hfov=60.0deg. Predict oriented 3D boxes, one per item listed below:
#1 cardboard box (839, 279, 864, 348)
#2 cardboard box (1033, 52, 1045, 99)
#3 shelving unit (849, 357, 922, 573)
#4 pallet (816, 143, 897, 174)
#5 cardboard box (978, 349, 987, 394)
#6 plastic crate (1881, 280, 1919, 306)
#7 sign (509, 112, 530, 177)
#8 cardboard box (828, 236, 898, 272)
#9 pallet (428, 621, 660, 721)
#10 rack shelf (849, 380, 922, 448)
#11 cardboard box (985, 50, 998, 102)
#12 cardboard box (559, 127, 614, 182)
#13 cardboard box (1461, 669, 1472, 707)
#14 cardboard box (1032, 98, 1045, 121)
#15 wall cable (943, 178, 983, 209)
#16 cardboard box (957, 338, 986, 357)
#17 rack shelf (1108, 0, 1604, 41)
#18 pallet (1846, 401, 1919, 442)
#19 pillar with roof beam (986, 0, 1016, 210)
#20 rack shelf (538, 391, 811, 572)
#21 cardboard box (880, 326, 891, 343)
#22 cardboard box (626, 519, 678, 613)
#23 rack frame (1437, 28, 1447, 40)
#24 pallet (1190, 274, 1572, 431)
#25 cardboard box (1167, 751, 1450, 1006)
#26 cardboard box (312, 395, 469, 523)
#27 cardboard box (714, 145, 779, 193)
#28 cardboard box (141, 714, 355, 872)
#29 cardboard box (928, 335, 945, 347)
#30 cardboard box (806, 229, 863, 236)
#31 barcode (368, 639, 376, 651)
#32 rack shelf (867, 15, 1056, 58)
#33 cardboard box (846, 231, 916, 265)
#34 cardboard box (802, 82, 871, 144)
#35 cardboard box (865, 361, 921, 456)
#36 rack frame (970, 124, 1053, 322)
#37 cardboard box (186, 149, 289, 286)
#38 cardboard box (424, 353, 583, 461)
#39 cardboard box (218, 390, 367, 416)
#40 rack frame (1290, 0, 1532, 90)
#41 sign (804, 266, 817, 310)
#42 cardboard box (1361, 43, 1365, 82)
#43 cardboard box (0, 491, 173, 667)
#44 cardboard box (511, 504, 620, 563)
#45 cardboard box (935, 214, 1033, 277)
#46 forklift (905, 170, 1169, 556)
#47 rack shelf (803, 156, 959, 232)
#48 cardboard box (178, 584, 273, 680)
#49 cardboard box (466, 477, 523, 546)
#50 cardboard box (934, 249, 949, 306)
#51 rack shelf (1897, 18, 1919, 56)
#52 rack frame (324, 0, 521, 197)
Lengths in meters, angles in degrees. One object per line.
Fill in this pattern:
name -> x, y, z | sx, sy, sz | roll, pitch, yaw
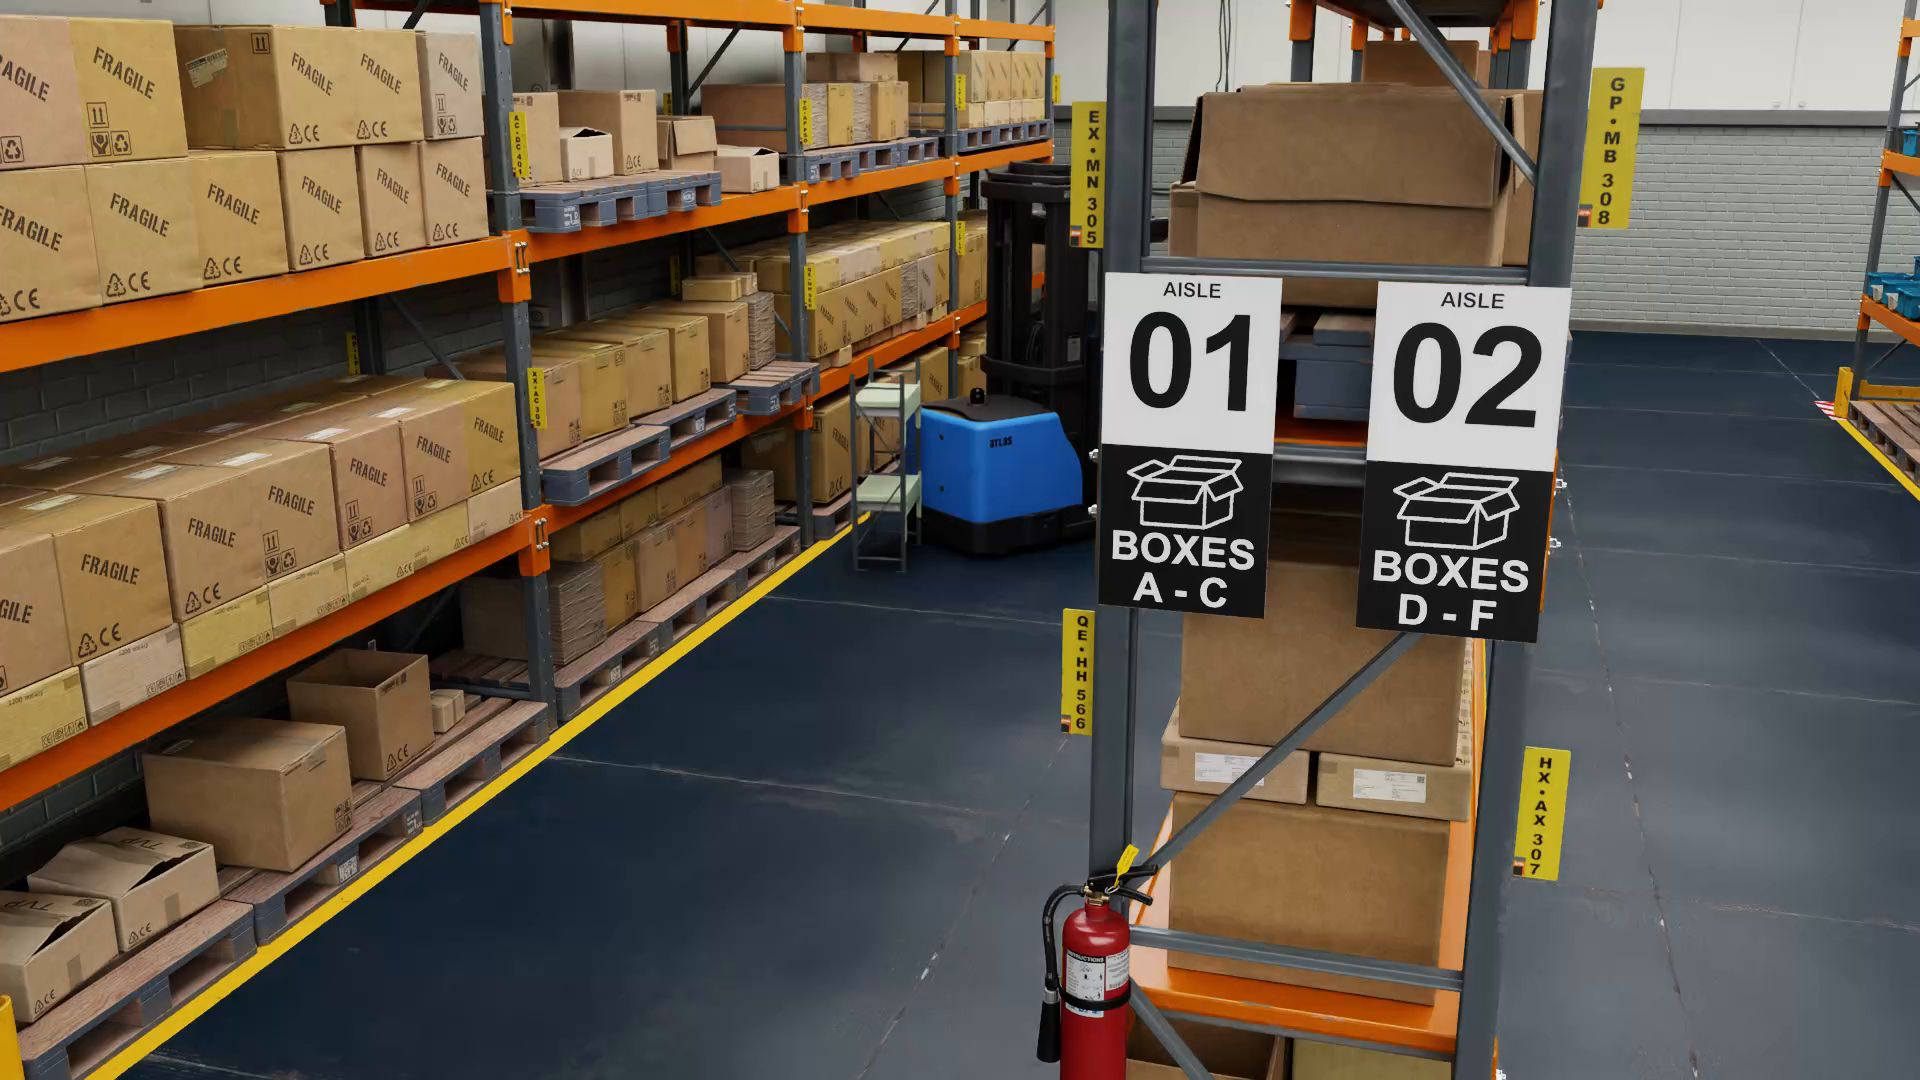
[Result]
cardboard box -> -1.117, -1.875, 13.676 | 0.500, 0.500, 0.500 | 5, 17, 18
cardboard box -> 0.668, -5.292, 18.942 | 0.500, 0.500, 0.500 | 5, 16, 16
shelving unit -> -0.554, -0.581, 12.629 | 0.431, 1.500, 0.755 | 2, 16, 7
pallet -> -1.212, -3.248, 14.132 | 1.003, 0.211, 1.213 | 5, 17, 18
cardboard box -> -0.065, -1.795, 17.972 | 0.700, 0.500, 0.500 | 4, 16, 15
plastic crate -> 9.541, -2.492, 16.815 | 0.416, 0.233, 0.300 | 5, 16, 16
sign -> -2.273, -2.035, 8.564 | 0.100, 0.325, 0.005 | 5, 16, 16
cardboard box -> -0.853, -2.496, 14.494 | 0.500, 0.250, 0.500 | 4, 16, 15
pallet -> -2.575, 0.754, 10.284 | 1.003, 0.211, 1.213 | 5, 16, 16
rack shelf -> -0.554, -0.956, 12.523 | 0.431, 0.370, 0.720 | 2, 16, 7
cardboard box -> 0.090, -4.758, 17.059 | 0.500, 0.500, 0.500 | 4, 16, 15
cardboard box -> -2.388, -2.284, 9.781 | 0.500, 0.311, 0.500 | 5, 17, 18
cardboard box -> 1.281, 0.465, 4.820 | 0.380, 0.149, 0.250 | 5, 16, 16
cardboard box -> 0.661, -4.932, 19.046 | 0.500, 0.250, 0.500 | 5, 17, 18
wall cable -> 0.072, -4.420, 21.555 | 0.084, 1.984, 1.851 | 5, 16, 16
cardboard box -> 0.061, -2.051, 17.687 | 0.380, 0.149, 0.250 | 5, 17, 18
rack shelf -> 1.387, -1.825, 5.324 | 1.077, 0.370, 4.000 | 5, 16, 16
pallet -> 9.842, -1.201, 17.176 | 1.003, 0.211, 1.213 | 5, 16, 16
pillar with roof beam -> 4.680, -6.849, 20.985 | 9.100, 9.000, 0.400 | 5, 16, 16
rack shelf -> -2.227, -0.561, 11.128 | 1.077, 0.370, 4.000 | 5, 16, 16
cardboard box -> -0.836, -1.857, 14.805 | 0.380, 0.149, 0.250 | 5, 17, 18
cardboard box -> -2.320, 0.144, 11.100 | 0.700, 0.500, 0.500 | 5, 17, 17
rack frame -> 5.362, -6.026, 18.085 | 0.949, 2.616, 0.053 | 5, 16, 16
pallet -> 1.044, -0.538, 4.393 | 1.003, 0.211, 1.213 | 5, 16, 16
cardboard box -> 0.963, 0.877, 4.558 | 0.700, 0.500, 0.500 | 5, 16, 16
cardboard box -> -2.770, -0.403, 8.118 | 0.500, 0.500, 0.500 | 5, 16, 16
cardboard box -> -1.604, -2.631, 11.737 | 0.500, 0.311, 0.500 | 5, 16, 16
cardboard box -> -3.231, 1.142, 7.579 | 0.700, 0.500, 0.500 | 4, 16, 12
cardboard box -> -0.221, -2.160, 18.072 | 0.380, 0.149, 0.250 | 4, 16, 14
cardboard box -> -1.182, -2.669, 15.104 | 0.500, 0.250, 0.500 | 4, 16, 14
barcode -> -3.179, 0.576, 8.990 | 0.001, 0.075, 0.075 | 5, 16, 16
rack shelf -> 0.047, -5.348, 17.743 | 1.077, 0.370, 4.000 | 5, 16, 16
cardboard box -> -0.709, -2.630, 14.965 | 0.500, 0.250, 0.500 | 5, 17, 17
cardboard box -> -1.177, -3.681, 14.324 | 0.700, 0.500, 0.500 | 5, 16, 16
cardboard box -> -0.832, -1.232, 15.344 | 0.750, 0.750, 0.750 | 5, 17, 18
rack frame -> 0.615, -3.523, 20.254 | 1.000, 3.000, 0.127 | 5, 16, 16
cardboard box -> -3.135, -1.322, 6.776 | 0.500, 0.500, 0.500 | 6, 17, 19
cardboard box -> -2.618, -0.774, 9.572 | 0.700, 0.500, 0.500 | 5, 16, 16
cardboard box -> -3.280, -0.440, 8.248 | 0.500, 0.500, 0.500 | 5, 16, 16
rack frame -> 1.955, -2.887, 7.016 | 1.000, 3.000, 0.127 | 5, 16, 16
sign -> -1.136, -1.910, 12.588 | 0.100, 0.325, 0.005 | 5, 16, 16
cardboard box -> 2.308, -2.243, 8.375 | 0.500, 0.500, 0.500 | 6, 17, 21
cardboard box -> -3.358, 0.134, 6.222 | 0.500, 0.500, 0.500 | 5, 16, 16
cardboard box -> -2.480, -0.063, 10.454 | 0.500, 0.250, 0.500 | 4, 16, 15
cardboard box -> 0.283, -3.342, 19.066 | 0.980, 0.700, 0.700 | 4, 16, 15
forklift -> 1.023, -1.558, 13.566 | 3.031, 2.867, 1.129 | -12, 20, -36
rack shelf -> -1.090, -3.050, 14.408 | 1.077, 0.370, 4.000 | 5, 16, 16
cardboard box -> -3.205, 0.353, 6.828 | 0.500, 0.250, 0.500 | 4, 16, 15
cardboard box -> -2.639, -0.174, 8.683 | 0.500, 0.250, 0.500 | 5, 16, 16
cardboard box -> -0.411, -2.537, 16.012 | 0.500, 0.500, 0.500 | 4, 16, 15
rack shelf -> 9.545, -4.579, 15.034 | 1.077, 0.370, 4.000 | 5, 16, 16
rack frame -> -2.795, -3.270, 8.366 | 1.000, 3.000, 0.127 | 5, 16, 16
